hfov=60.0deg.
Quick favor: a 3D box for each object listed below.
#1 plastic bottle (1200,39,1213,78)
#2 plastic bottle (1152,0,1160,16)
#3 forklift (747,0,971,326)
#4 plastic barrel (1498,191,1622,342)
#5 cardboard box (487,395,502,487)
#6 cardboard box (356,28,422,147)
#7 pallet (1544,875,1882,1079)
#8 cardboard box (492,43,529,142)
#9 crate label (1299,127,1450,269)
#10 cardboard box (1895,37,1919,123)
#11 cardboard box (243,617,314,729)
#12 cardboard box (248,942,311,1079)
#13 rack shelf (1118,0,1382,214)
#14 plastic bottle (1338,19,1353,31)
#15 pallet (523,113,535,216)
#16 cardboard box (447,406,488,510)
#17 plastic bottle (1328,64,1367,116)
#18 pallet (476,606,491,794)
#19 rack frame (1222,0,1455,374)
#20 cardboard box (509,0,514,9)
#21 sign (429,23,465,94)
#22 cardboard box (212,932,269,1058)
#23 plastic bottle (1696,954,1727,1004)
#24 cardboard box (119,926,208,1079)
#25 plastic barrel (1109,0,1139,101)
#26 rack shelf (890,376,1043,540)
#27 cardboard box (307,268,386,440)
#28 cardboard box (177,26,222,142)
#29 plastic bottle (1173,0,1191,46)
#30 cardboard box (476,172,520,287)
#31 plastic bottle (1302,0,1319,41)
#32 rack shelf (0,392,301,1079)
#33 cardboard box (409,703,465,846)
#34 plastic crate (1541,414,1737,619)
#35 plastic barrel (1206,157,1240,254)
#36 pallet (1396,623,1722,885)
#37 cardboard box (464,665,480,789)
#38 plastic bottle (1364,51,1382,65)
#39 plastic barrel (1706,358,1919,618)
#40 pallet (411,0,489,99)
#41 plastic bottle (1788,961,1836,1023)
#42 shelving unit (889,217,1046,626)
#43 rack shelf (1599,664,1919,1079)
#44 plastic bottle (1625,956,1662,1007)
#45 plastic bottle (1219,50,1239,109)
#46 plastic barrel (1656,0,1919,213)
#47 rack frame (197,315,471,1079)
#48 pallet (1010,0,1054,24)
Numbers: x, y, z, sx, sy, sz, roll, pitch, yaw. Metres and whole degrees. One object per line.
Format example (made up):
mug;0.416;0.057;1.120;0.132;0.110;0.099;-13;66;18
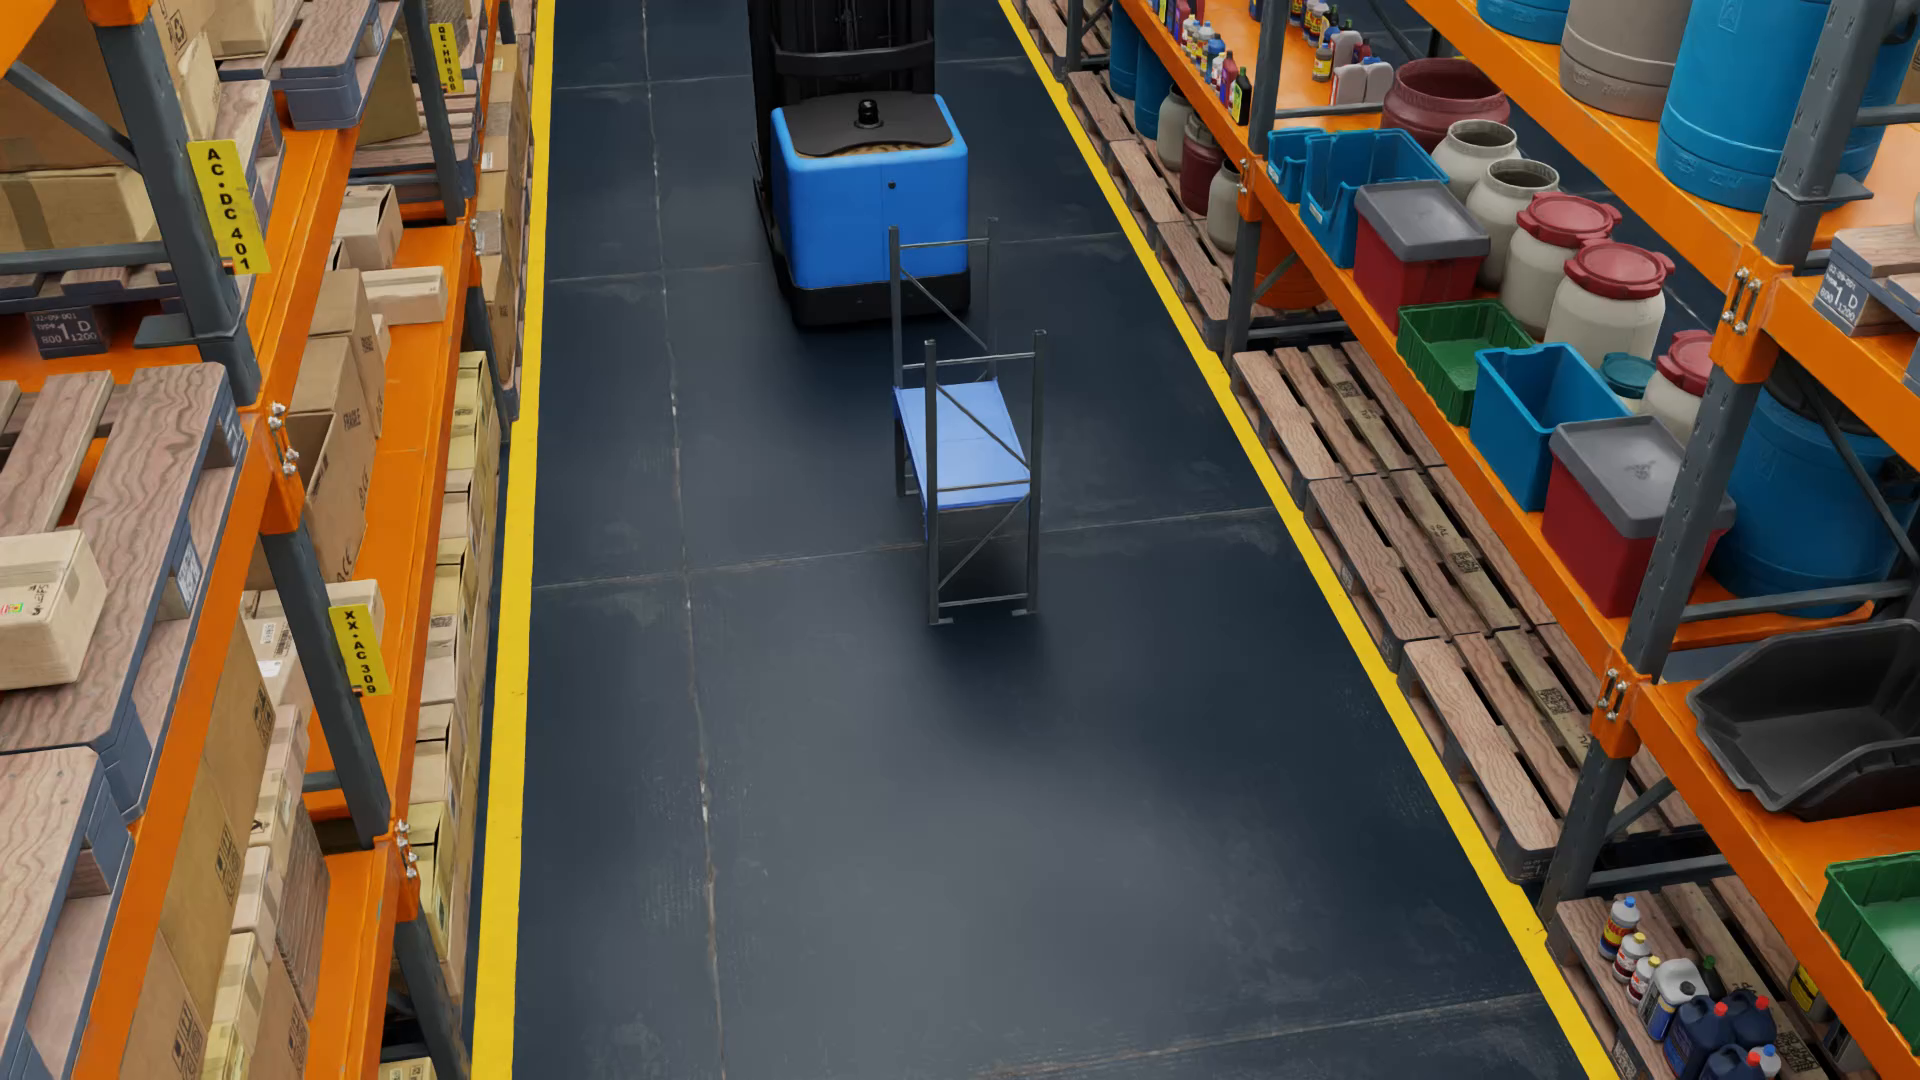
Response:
plastic bottle;1.408;-2.715;9.362;0.097;0.201;0.097;0;38;0
plastic bottle;1.259;-3.370;10.083;0.144;0.351;0.185;-6;38;-8
forklift;-0.748;-3.303;10.013;1.130;2.935;3.031;-7;38;-10
plastic barrel;2.538;-1.151;7.076;0.433;0.535;0.433;0;38;0
cardboard box;-2.552;-0.466;8.204;0.500;0.250;0.500;-5;38;-7
cardboard box;-3.106;-2.251;8.179;0.700;0.500;0.500;-19;42;-23
pallet;2.771;1.719;5.765;1.003;0.211;1.213;-6;38;-8
cardboard box;-3.217;-3.013;11.262;0.500;0.500;0.500;-6;38;-8
crate label;1.901;-1.593;7.726;0.502;0.435;0.616;-6;38;-8
cardboard box;6.620;-3.026;10.989;1.225;0.875;0.875;-6;38;-8
cardboard box;-2.313;0.505;5.177;0.500;0.250;0.500;-4;38;-5
cardboard box;-2.000;1.284;3.970;0.700;0.500;0.500;-7;38;-8
rack shelf;1.642;-3.132;10.323;1.077;0.370;4.000;-6;38;-8
plastic bottle;2.175;-2.823;9.434;0.061;0.283;0.133;-6;38;-8
pallet;-3.406;-2.505;11.202;1.003;0.211;1.213;-6;38;-8
cardboard box;-2.453;-0.376;7.630;0.500;0.311;0.500;-7;38;-9
plastic bottle;2.085;-2.439;8.945;0.152;0.276;0.135;-6;38;-8
pallet;-2.568;0.661;7.128;1.003;0.211;1.213;-6;38;-8
rack frame;1.993;-2.208;8.547;1.000;3.000;0.127;-6;38;-8
cardboard box;-3.920;-4.416;13.065;0.797;0.503;0.637;-6;38;-8
sign;-2.339;-2.196;7.588;0.100;0.325;0.005;-6;38;-8
cardboard box;-1.788;1.050;3.743;0.380;0.149;0.250;-6;38;-8
plastic bottle;2.507;1.527;5.595;0.061;0.283;0.133;-6;38;-8
cardboard box;-1.922;1.062;3.199;0.700;0.500;0.500;-6;38;-8
plastic barrel;1.370;-3.631;11.746;0.600;0.901;0.708;-6;38;-8
rack shelf;0.015;-0.399;7.734;0.538;0.185;1.000;-6;38;-8
cardboard box;-2.574;-0.705;6.531;0.500;0.500;0.500;-8;39;-10
cardboard box;-2.381;-1.257;4.658;0.500;0.250;0.500;-10;39;-12
plastic bottle;1.301;-3.051;9.727;0.061;0.283;0.133;-6;38;-8
cardboard box;-2.863;-1.789;9.686;0.500;0.500;0.500;-7;38;-9
plastic bottle;2.080;-3.084;9.780;0.097;0.271;0.097;0;38;0
rack shelf;-1.833;1.046;2.500;1.077;0.370;4.000;-6;38;-8
cardboard box;-2.093;0.858;6.043;0.500;0.311;0.500;-7;38;-8
plastic crate;2.308;-0.077;5.752;0.402;0.464;0.583;-6;38;-8
plastic barrel;1.703;-2.016;9.986;0.421;0.512;0.421;0;38;0
pallet;2.518;0.839;6.898;1.003;0.211;1.213;-6;38;-8
cardboard box;-2.192;0.767;6.617;0.500;0.250;0.500;-7;38;-9
plastic bottle;2.242;-2.526;9.062;0.097;0.271;0.097;0;38;0
plastic barrel;2.925;-0.256;5.626;0.600;0.901;0.708;-6;38;-8
pallet;-3.230;-2.776;9.434;1.003;0.211;1.213;-6;38;-8
plastic bottle;2.949;1.454;5.634;0.144;0.351;0.185;-6;38;-8
shelving unit;0.015;-0.541;7.623;0.538;1.500;1.048;-6;38;-8
rack shelf;3.045;1.700;4.103;1.077;0.370;4.000;-6;38;-8
plastic bottle;2.354;1.502;5.694;0.097;0.201;0.097;0;38;0
plastic bottle;1.461;-2.500;9.018;0.061;0.283;0.133;-6;38;-8
plastic barrel;2.391;-1.458;4.728;0.600;0.901;0.708;-6;38;-8
rack frame;-2.183;0.739;4.754;1.000;3.000;0.127;-6;38;-8
pallet;0.907;-4.701;14.029;1.003;0.211;1.213;-6;38;-8
